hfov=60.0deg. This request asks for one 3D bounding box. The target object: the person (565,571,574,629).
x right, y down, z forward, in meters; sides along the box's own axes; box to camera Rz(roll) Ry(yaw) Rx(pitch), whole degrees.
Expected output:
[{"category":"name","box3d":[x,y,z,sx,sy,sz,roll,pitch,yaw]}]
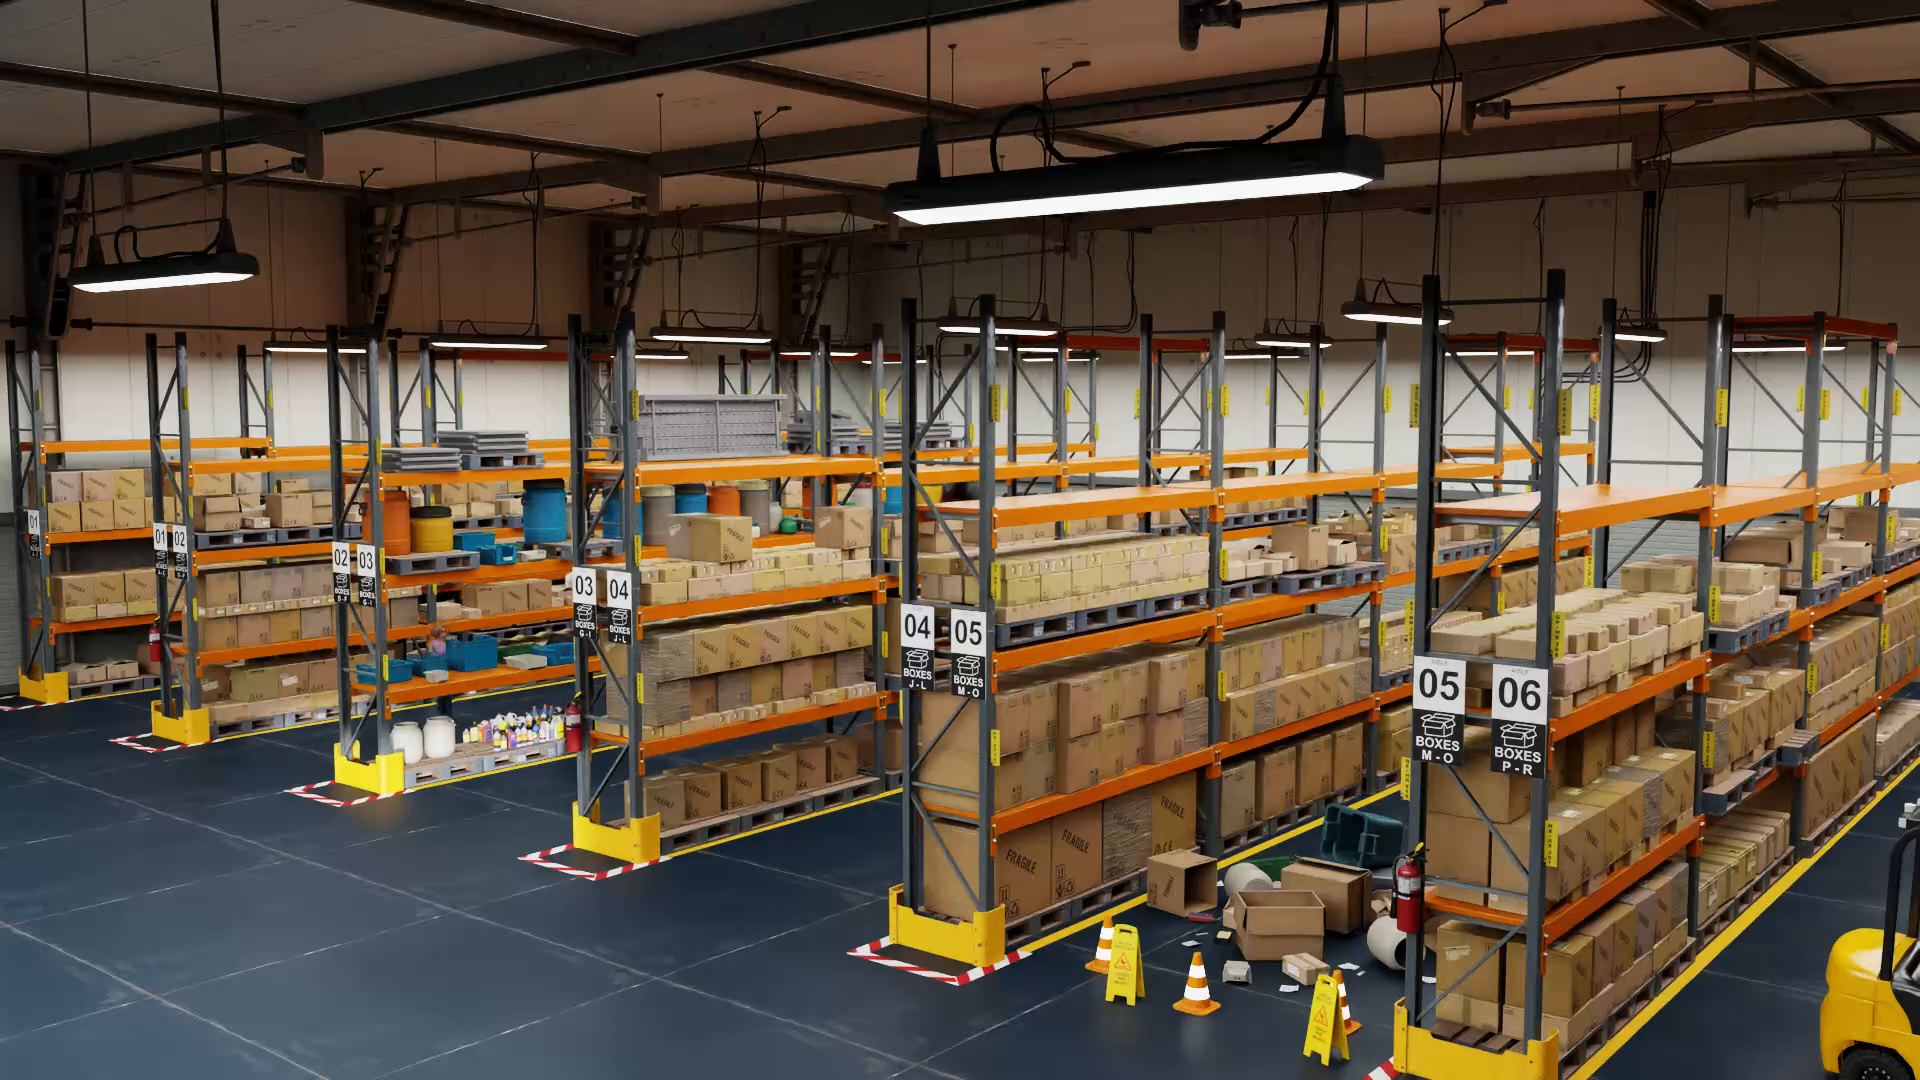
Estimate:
[{"category":"person","box3d":[-7.919,1.224,34.422,0.442,1.690,0.504,4,6,34]}]

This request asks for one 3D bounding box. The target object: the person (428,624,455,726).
[{"category":"person","box3d":[-7.928,2.078,25.507,0.474,1.601,0.366,-3,6,-30]}]
